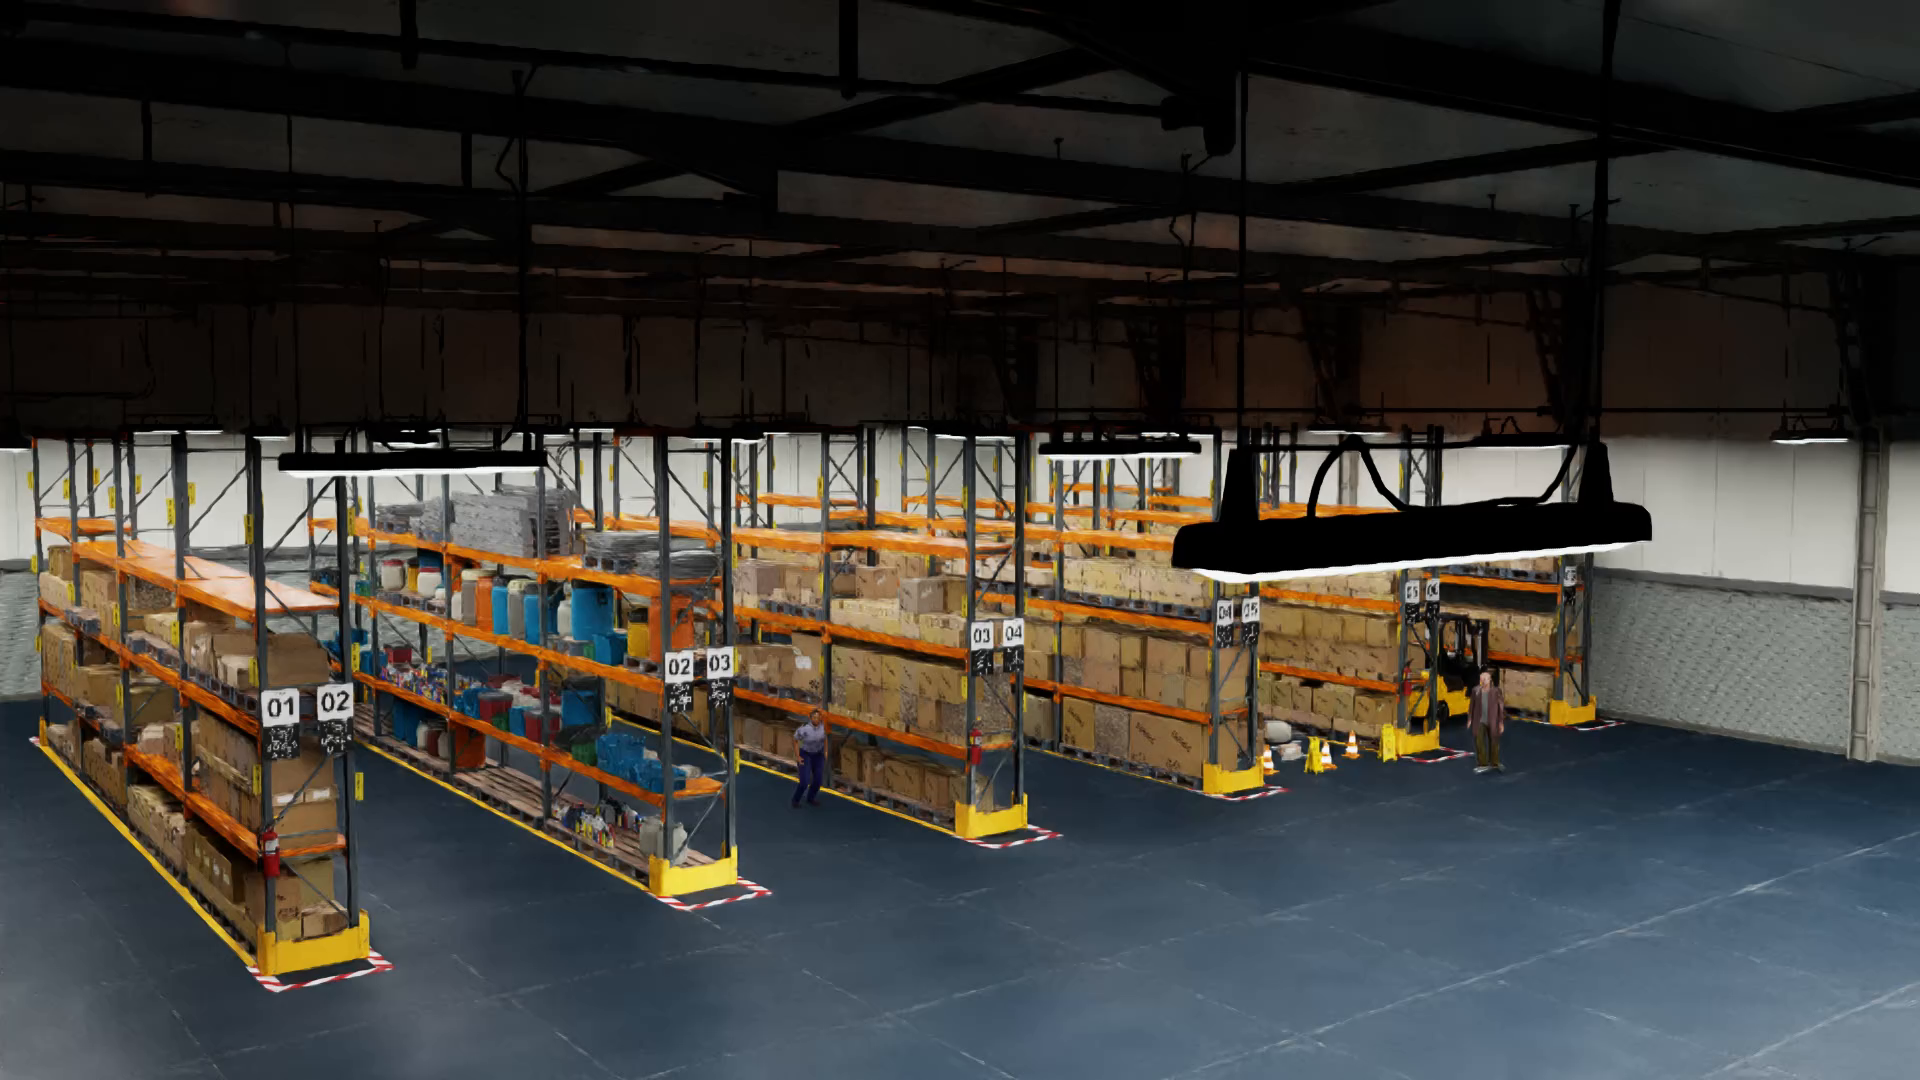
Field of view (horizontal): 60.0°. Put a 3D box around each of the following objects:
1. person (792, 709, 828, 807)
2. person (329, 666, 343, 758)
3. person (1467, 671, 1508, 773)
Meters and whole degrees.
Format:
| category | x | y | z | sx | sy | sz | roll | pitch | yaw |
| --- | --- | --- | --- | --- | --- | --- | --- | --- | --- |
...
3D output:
| category | x | y | z | sx | sy | sz | roll | pitch | yaw |
| --- | --- | --- | --- | --- | --- | --- | --- | --- | --- |
| person | -2.391 | 3.462 | 26.508 | 0.625 | 1.596 | 0.517 | -4 | 6 | -38 |
| person | -11.595 | 3.115 | 30.364 | 0.597 | 1.648 | 0.664 | -1 | 5 | -16 |
| person | 9.232 | 3.169 | 29.110 | 0.687 | 1.769 | 0.587 | 2 | 5 | 26 |
